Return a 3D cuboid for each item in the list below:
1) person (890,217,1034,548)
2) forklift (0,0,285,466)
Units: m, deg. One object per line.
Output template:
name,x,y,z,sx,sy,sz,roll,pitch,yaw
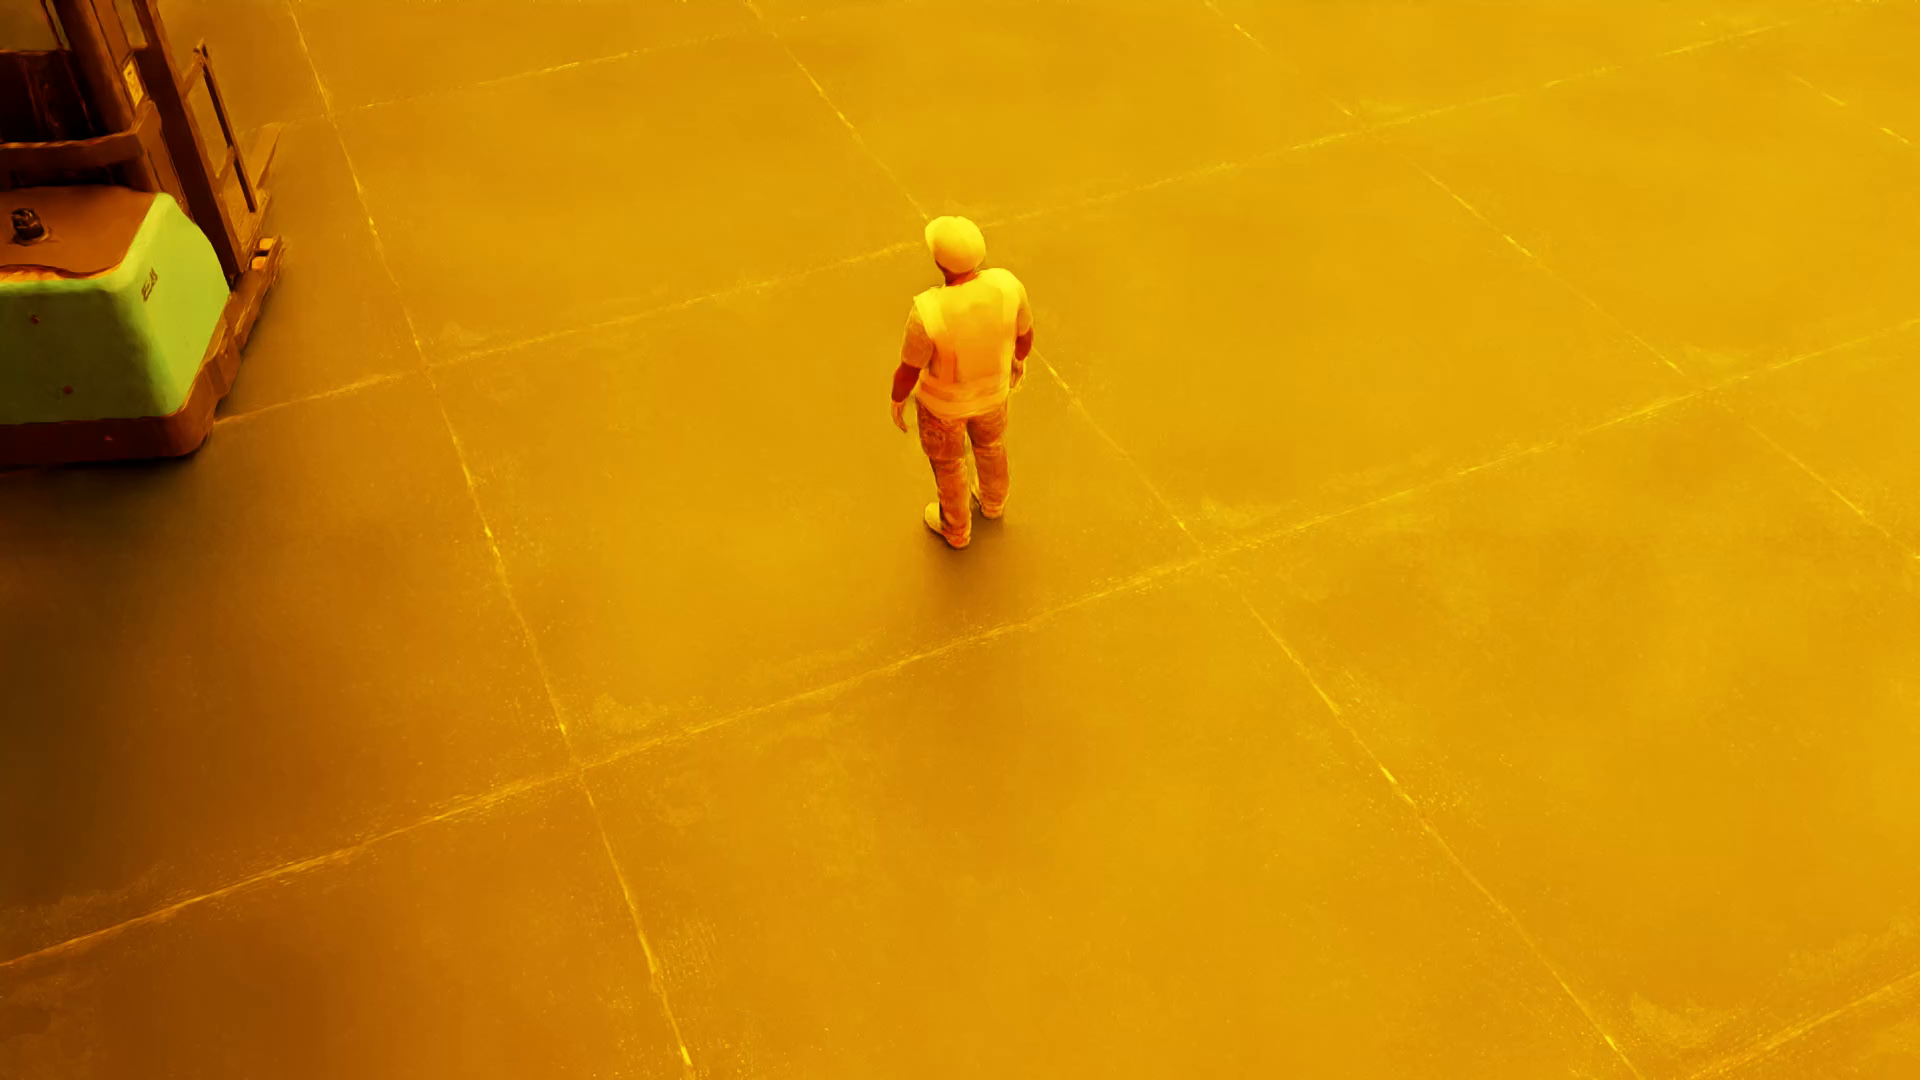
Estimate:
person,-0.023,-0.704,7.266,0.655,1.782,0.576,-18,46,-18
forklift,-4.401,-2.435,8.289,1.130,2.935,3.031,-3,43,-4
